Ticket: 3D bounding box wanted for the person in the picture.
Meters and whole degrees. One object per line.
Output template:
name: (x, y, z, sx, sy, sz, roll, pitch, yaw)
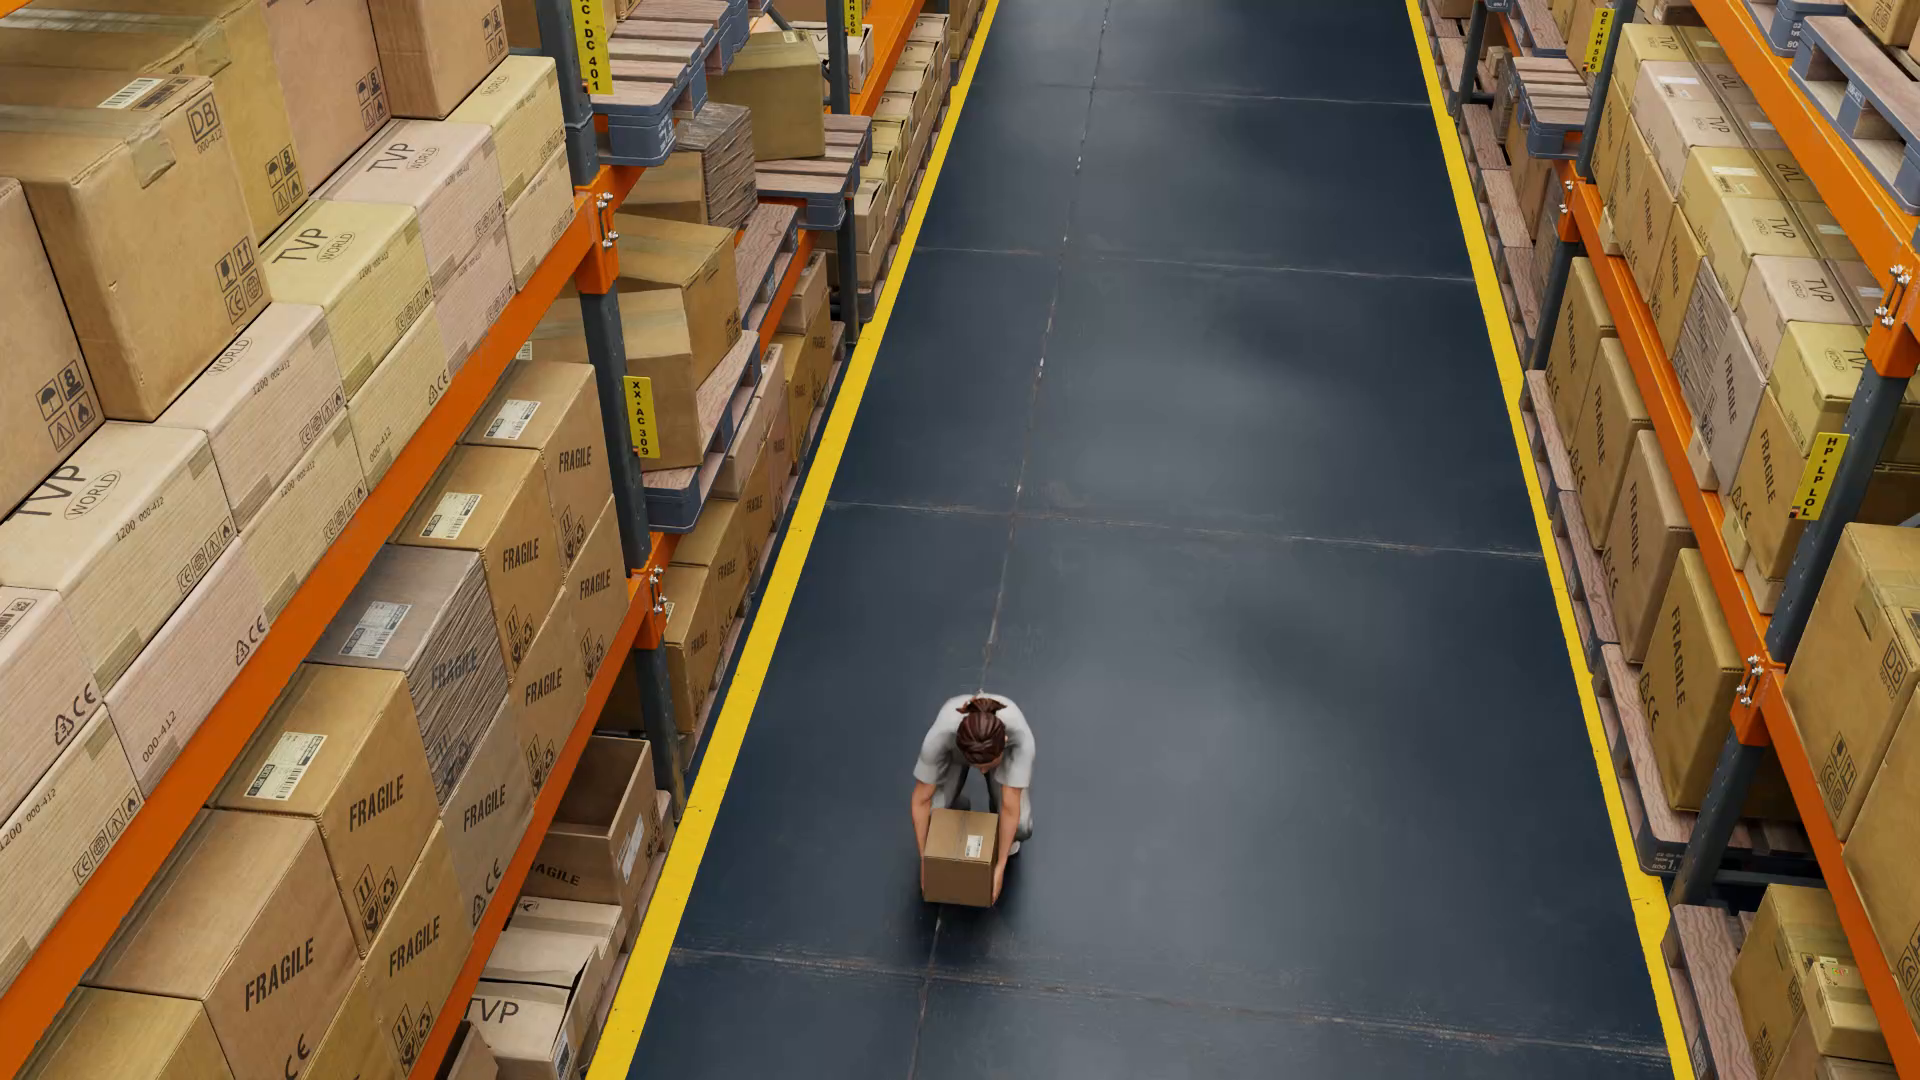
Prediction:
person: (0.063, 0.899, 6.441, 0.467, 0.943, 0.807, 4, 36, 5)
